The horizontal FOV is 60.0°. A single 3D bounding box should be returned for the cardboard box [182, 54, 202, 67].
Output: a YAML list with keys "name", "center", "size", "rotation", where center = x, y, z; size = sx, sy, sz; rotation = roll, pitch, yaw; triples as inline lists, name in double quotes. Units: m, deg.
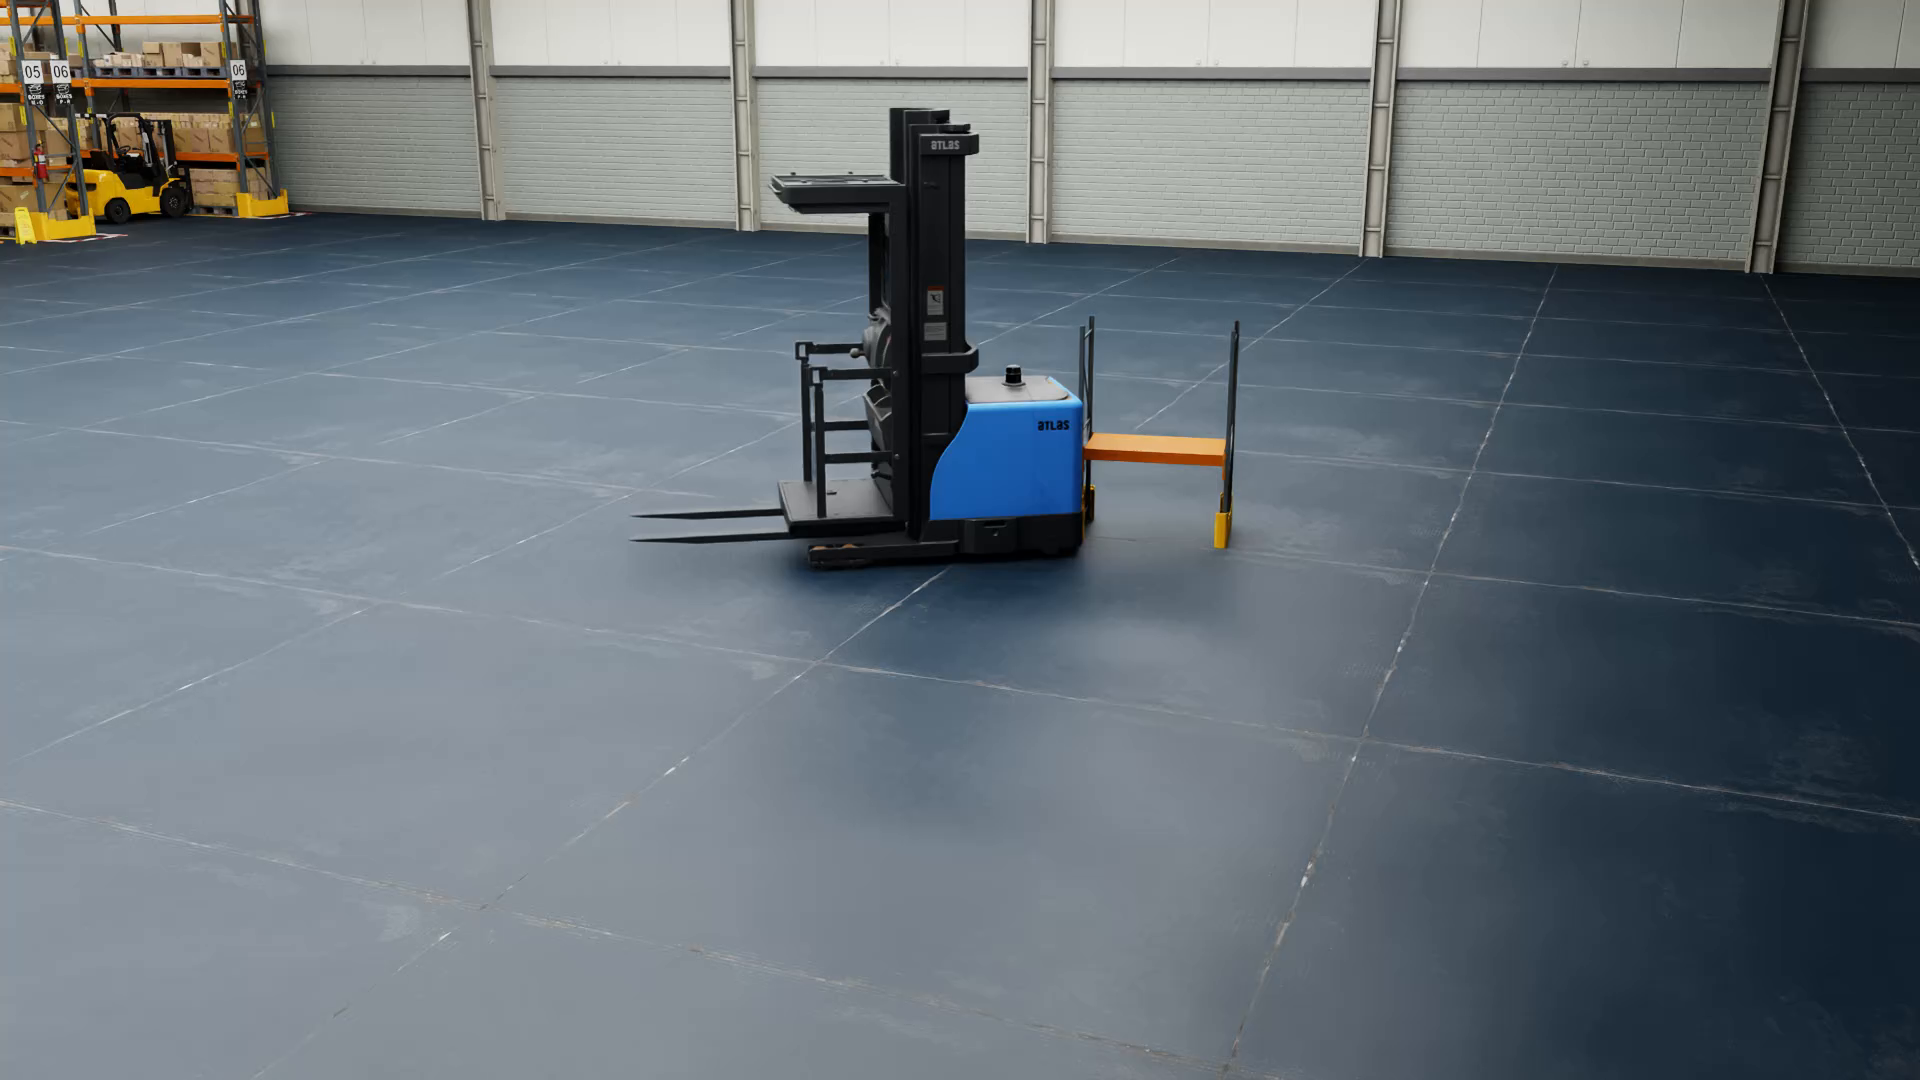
- name: "cardboard box"
  center: [-16.102, -10.092, 34.984]
  size: [0.258, 0.266, 0.396]
  rotation: [6, 17, 21]

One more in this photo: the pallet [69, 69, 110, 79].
- name: "pallet"
  center: [-19.531, -10.279, 36.663]
  size: [1.217, 0.209, 0.805]
  rotation: [6, 17, 18]

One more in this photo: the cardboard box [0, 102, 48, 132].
- name: "cardboard box"
  center: [-17.357, -7.813, 30.701]
  size: [0.500, 0.500, 0.700]
  rotation: [6, 17, 19]

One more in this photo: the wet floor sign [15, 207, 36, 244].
- name: "wet floor sign"
  center: [-17.018, -5.719, 30.216]
  size: [0.232, 0.644, 0.267]
  rotation: [14, 21, 40]

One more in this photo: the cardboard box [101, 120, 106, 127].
- name: "cardboard box"
  center: [-18.505, -9.102, 36.304]
  size: [0.250, 0.149, 0.380]
  rotation: [6, 17, 20]

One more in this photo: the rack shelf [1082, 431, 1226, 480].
- name: "rack shelf"
  center: [1.380, -0.599, 11.691]
  size: [1.000, 0.185, 0.538]
  rotation: [4, 17, 12]

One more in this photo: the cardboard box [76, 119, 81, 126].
- name: "cardboard box"
  center: [-19.351, -9.202, 36.648]
  size: [0.250, 0.149, 0.380]
  rotation: [6, 17, 20]

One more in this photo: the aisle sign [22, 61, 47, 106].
- name: "aisle sign"
  center: [-16.851, -8.313, 30.267]
  size: [0.004, 0.787, 0.394]
  rotation: [6, 17, 21]

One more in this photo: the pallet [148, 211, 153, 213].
- name: "pallet"
  center: [-17.981, -7.412, 36.827]
  size: [1.213, 0.211, 1.003]
  rotation: [6, 17, 21]

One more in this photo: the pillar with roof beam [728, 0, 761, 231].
- name: "pillar with roof beam"
  center: [-5.718, -9.276, 27.486]
  size: [0.400, 9.000, 9.100]
  rotation: [6, 17, 21]

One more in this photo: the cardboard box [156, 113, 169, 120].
- name: "cardboard box"
  center: [-17.052, -9.104, 35.777]
  size: [0.250, 0.149, 0.380]
  rotation: [6, 17, 21]

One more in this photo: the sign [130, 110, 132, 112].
- name: "sign"
  center: [-18.503, -9.441, 37.120]
  size: [0.005, 0.325, 0.100]
  rotation: [6, 17, 21]

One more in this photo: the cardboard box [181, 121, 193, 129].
- name: "cardboard box"
  center: [-16.369, -8.861, 35.473]
  size: [0.250, 0.149, 0.380]
  rotation: [6, 17, 19]

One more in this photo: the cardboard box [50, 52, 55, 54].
- name: "cardboard box"
  center: [-20.182, -10.580, 36.585]
  size: [0.500, 0.311, 0.500]
  rotation: [6, 17, 19]

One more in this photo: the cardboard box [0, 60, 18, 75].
- name: "cardboard box"
  center: [-17.377, -8.640, 30.411]
  size: [0.500, 0.250, 0.500]
  rotation: [6, 17, 20]

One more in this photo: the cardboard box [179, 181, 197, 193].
- name: "cardboard box"
  center: [-16.502, -7.626, 35.843]
  size: [0.500, 0.250, 0.500]
  rotation: [6, 17, 19]

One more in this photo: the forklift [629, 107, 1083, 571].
- name: "forklift"
  center: [-0.734, -1.360, 11.102]
  size: [3.031, 2.935, 1.130]
  rotation: [-3, 16, -10]

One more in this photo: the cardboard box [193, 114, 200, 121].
- name: "cardboard box"
  center: [-16.093, -9.000, 35.420]
  size: [0.250, 0.149, 0.380]
  rotation: [6, 17, 21]

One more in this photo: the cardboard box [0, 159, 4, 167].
- name: "cardboard box"
  center: [-17.735, -7.038, 30.986]
  size: [0.250, 0.149, 0.380]
  rotation: [6, 17, 20]

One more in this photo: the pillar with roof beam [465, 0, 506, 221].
- name: "pillar with roof beam"
  center: [-11.299, -9.890, 29.600]
  size: [0.400, 9.000, 9.100]
  rotation: [6, 17, 21]

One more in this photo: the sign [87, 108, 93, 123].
- name: "sign"
  center: [-18.895, -9.220, 36.117]
  size: [0.005, 0.325, 0.100]
  rotation: [6, 17, 21]

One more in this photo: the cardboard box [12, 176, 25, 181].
- name: "cardboard box"
  center: [-21.240, -8.182, 37.982]
  size: [0.625, 0.625, 0.875]
  rotation: [7, 18, 22]

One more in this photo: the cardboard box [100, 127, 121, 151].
- name: "cardboard box"
  center: [-18.388, -8.778, 36.352]
  size: [0.500, 0.500, 0.500]
  rotation: [6, 17, 19]

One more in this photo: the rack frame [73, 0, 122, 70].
- name: "rack frame"
  center: [-18.705, -11.725, 35.919]
  size: [0.127, 3.000, 1.000]
  rotation: [6, 17, 21]

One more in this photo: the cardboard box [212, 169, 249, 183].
- name: "cardboard box"
  center: [-15.527, -7.762, 35.415]
  size: [0.500, 0.250, 0.500]
  rotation: [7, 18, 22]

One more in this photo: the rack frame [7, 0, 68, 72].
- name: "rack frame"
  center: [-16.802, -10.028, 30.074]
  size: [0.127, 3.000, 1.000]
  rotation: [6, 17, 21]

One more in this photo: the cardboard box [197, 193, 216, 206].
- name: "cardboard box"
  center: [-15.996, -7.335, 35.738]
  size: [0.500, 0.250, 0.500]
  rotation: [6, 17, 21]

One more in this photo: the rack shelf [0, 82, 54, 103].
- name: "rack shelf"
  center: [-18.663, -8.446, 31.297]
  size: [4.000, 0.370, 1.077]
  rotation: [6, 17, 21]

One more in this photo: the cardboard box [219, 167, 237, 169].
- name: "cardboard box"
  center: [-15.828, -7.944, 36.043]
  size: [0.500, 0.250, 0.500]
  rotation: [6, 17, 21]

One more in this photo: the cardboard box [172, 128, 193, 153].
- name: "cardboard box"
  center: [-16.494, -8.572, 35.642]
  size: [0.500, 0.500, 0.500]
  rotation: [6, 17, 20]

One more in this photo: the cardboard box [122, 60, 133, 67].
- name: "cardboard box"
  center: [-17.684, -10.210, 35.600]
  size: [0.250, 0.149, 0.380]
  rotation: [7, 18, 22]

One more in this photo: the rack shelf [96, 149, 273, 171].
- name: "rack shelf"
  center: [-16.845, -8.293, 36.151]
  size: [4.000, 0.370, 1.077]
  rotation: [6, 17, 21]

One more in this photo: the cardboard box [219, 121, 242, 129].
- name: "cardboard box"
  center: [-15.410, -8.757, 35.114]
  size: [0.250, 0.149, 0.380]
  rotation: [7, 17, 21]

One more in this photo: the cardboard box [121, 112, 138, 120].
- name: "cardboard box"
  center: [-18.001, -9.209, 36.139]
  size: [0.250, 0.149, 0.380]
  rotation: [6, 17, 20]

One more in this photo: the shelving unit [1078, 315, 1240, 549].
- name: "shelving unit"
  center: [1.371, -0.772, 11.642]
  size: [1.083, 1.500, 0.587]
  rotation: [4, 17, 12]

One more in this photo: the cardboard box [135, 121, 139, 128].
- name: "cardboard box"
  center: [-17.565, -8.985, 35.900]
  size: [0.250, 0.149, 0.380]
  rotation: [6, 17, 20]

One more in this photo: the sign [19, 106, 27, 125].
- name: "sign"
  center: [-17.024, -7.712, 30.216]
  size: [0.005, 0.325, 0.100]
  rotation: [6, 17, 21]

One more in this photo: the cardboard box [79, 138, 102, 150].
- name: "cardboard box"
  center: [-19.270, -8.755, 36.720]
  size: [0.500, 0.250, 0.500]
  rotation: [7, 17, 22]
